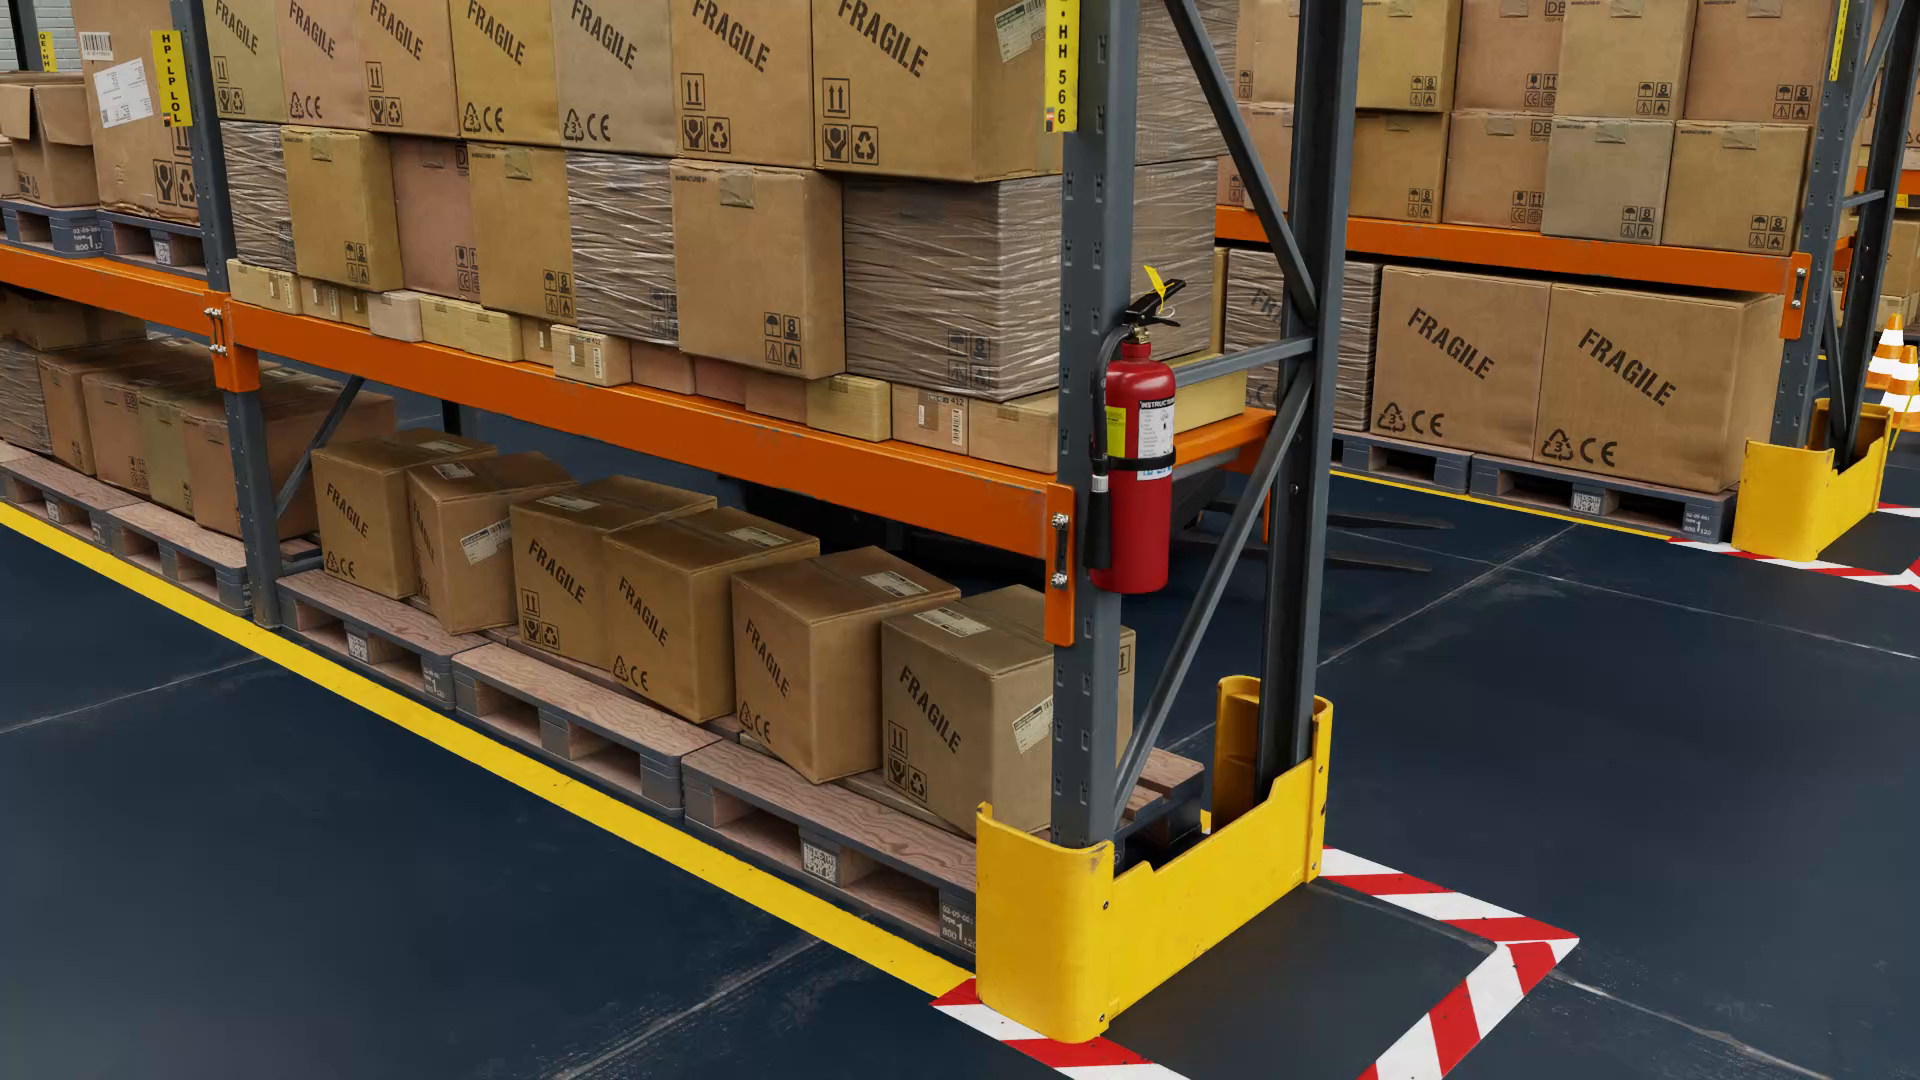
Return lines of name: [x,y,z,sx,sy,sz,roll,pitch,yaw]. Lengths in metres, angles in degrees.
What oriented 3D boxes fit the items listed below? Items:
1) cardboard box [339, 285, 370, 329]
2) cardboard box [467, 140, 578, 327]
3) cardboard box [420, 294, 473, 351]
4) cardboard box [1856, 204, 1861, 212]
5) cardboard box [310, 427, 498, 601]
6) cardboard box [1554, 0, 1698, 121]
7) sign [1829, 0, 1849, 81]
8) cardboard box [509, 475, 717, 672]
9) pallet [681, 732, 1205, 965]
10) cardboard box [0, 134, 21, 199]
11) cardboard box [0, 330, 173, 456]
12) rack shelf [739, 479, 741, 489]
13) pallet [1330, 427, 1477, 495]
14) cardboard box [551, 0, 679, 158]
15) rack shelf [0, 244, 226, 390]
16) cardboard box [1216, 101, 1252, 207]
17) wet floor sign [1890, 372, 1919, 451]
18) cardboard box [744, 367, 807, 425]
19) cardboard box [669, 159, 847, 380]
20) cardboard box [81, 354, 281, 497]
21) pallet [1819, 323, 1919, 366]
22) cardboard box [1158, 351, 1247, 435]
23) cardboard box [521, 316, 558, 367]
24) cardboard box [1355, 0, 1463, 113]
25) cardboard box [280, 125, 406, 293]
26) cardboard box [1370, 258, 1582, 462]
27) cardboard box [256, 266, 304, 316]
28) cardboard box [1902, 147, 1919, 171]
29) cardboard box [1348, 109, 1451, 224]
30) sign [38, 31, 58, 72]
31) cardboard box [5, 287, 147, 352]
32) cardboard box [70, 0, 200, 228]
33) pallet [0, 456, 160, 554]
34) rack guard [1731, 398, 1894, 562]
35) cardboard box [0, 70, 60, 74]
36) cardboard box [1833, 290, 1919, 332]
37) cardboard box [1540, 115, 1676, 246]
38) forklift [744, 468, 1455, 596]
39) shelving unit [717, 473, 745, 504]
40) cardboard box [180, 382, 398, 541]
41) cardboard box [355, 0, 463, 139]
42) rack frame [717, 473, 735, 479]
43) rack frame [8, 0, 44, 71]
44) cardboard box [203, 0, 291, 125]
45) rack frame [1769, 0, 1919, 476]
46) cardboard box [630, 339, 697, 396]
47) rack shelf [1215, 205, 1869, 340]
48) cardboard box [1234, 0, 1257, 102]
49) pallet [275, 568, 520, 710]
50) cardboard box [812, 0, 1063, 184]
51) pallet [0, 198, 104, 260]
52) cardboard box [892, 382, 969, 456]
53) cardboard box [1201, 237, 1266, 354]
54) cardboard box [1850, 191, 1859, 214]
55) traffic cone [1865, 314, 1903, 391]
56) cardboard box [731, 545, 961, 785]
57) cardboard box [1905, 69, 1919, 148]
cardboard box: [-1.868,-0.820,5.652,0.250,0.149,0.380,15,23,39]
cardboard box: [-0.973,-0.986,5.102,0.500,0.500,0.875,15,23,39]
cardboard box: [-1.494,-0.720,5.336,0.250,0.149,0.380,15,23,39]
cardboard box: [6.331,-2.215,12.245,0.500,0.500,0.500,14,22,37]
cardboard box: [-2.134,-0.116,6.455,0.500,0.500,0.500,14,22,38]
cardboard box: [3.229,-2.254,7.722,0.550,0.550,0.875,15,23,39]
sign: [3.583,-2.040,6.775,0.005,0.325,0.100,15,23,39]
cardboard box: [-1.184,0.105,5.761,0.500,0.500,0.500,13,22,34]
pallet: [-0.056,0.750,4.901,1.213,0.211,1.003,15,23,39]
cardboard box: [-4.297,-1.739,7.688,0.500,0.250,0.500,14,22,38]
cardboard box: [-4.460,-0.779,8.513,0.500,0.500,0.700,13,22,35]
rack shelf: [-0.978,-0.589,8.356,0.431,0.518,0.480,-7,19,-21]
pallet: [2.395,-0.554,9.007,1.213,0.211,1.003,15,23,39]
cardboard box: [-0.740,-1.314,4.482,0.500,0.500,0.500,15,23,39]
rack shelf: [-3.902,-1.255,7.796,4.000,0.370,1.077,15,23,39]
cardboard box: [1.672,-2.193,9.315,0.550,0.550,0.875,15,23,39]
wet floor sign: [5.289,-0.815,9.113,0.232,0.644,0.267,11,20,30]
cardboard box: [-0.349,-0.426,4.412,0.250,0.149,0.380,15,23,39]
cardboard box: [-0.261,-0.772,4.430,0.500,0.500,0.875,15,23,39]
cardboard box: [-3.614,-0.555,7.806,0.500,0.500,0.700,13,22,35]
pallet: [6.522,-1.492,11.965,1.213,0.211,1.003,15,23,39]
cardboard box: [0.530,-0.385,4.280,0.250,0.149,0.380,15,23,39]
cardboard box: [-1.097,-0.627,5.044,0.250,0.149,0.380,15,23,39]
cardboard box: [2.417,-2.474,8.416,0.500,0.550,0.875,15,23,39]
cardboard box: [-1.760,-1.173,5.692,0.500,0.500,0.875,15,23,39]
cardboard box: [2.743,-0.980,8.559,0.875,0.875,0.875,15,23,38]
cardboard box: [-2.267,-0.912,5.942,0.250,0.149,0.380,15,23,39]
cardboard box: [6.478,-2.568,11.160,0.250,0.149,0.380,15,23,39]
cardboard box: [2.460,-1.974,8.625,0.500,0.550,0.875,15,23,39]
sign: [-5.045,-2.638,9.183,0.005,0.325,0.100,15,23,39]
cardboard box: [-4.474,-1.143,8.420,0.500,0.250,0.500,-15,23,-40]
cardboard box: [-2.908,-1.874,6.870,1.000,1.000,1.000,15,23,40]
pallet: [-3.906,-0.268,8.107,1.213,0.211,1.003,15,23,39]
rack guard: [3.971,-0.299,7.726,0.348,0.500,1.175,15,23,39]
cardboard box: [-4.968,-2.148,8.561,0.500,0.500,0.500,12,21,33]
cardboard box: [6.362,-1.631,11.644,0.500,0.250,0.500,15,23,39]
cardboard box: [3.220,-1.736,7.876,0.550,0.550,0.875,15,23,39]
forklift: [0.586,-1.341,6.993,3.031,2.935,1.130,8,19,23]
shelving unit: [-0.978,-1.269,8.140,0.431,2.100,0.503,-7,19,-21]
cardboard box: [-2.851,-0.343,7.138,0.500,0.500,0.700,13,22,35]
cardboard box: [-1.490,-1.514,5.113,0.500,0.500,0.500,15,23,39]
rack frame: [-1.068,-1.338,8.356,0.400,2.100,0.015,-7,19,-21]
rack frame: [-5.398,-1.999,8.953,0.127,3.000,1.000,15,23,39]
cardboard box: [-2.239,-1.714,5.745,0.500,0.500,0.500,15,23,39]
rack frame: [3.953,-1.495,7.364,0.127,3.000,1.000,15,23,39]
cardboard box: [-0.711,-0.531,4.742,0.250,0.149,0.380,15,23,39]
rack shelf: [2.457,-1.554,8.738,4.000,0.370,1.077,15,23,39]
cardboard box: [1.703,-2.718,9.185,0.550,0.550,0.875,15,23,39]
pallet: [-1.881,0.260,6.444,1.213,0.211,1.003,15,23,39]
cardboard box: [0.010,-1.114,3.852,0.500,0.500,0.500,15,23,39]
pallet: [-3.890,-1.520,7.759,1.213,0.211,1.003,15,23,39]
cardboard box: [0.049,-0.334,4.121,0.250,0.149,0.380,15,23,39]
cardboard box: [1.385,-1.343,9.704,0.875,0.875,0.875,15,23,40]
cardboard box: [6.072,-2.352,11.603,0.250,0.149,0.380,16,24,41]
traffic cone: [5.985,-1.221,10.692,0.334,0.463,0.336,15,23,39]
cardboard box: [-0.340,0.357,4.967,0.500,0.500,0.500,-11,21,-31]
cardboard box: [6.574,-2.871,11.043,0.500,0.500,0.500,15,23,38]
